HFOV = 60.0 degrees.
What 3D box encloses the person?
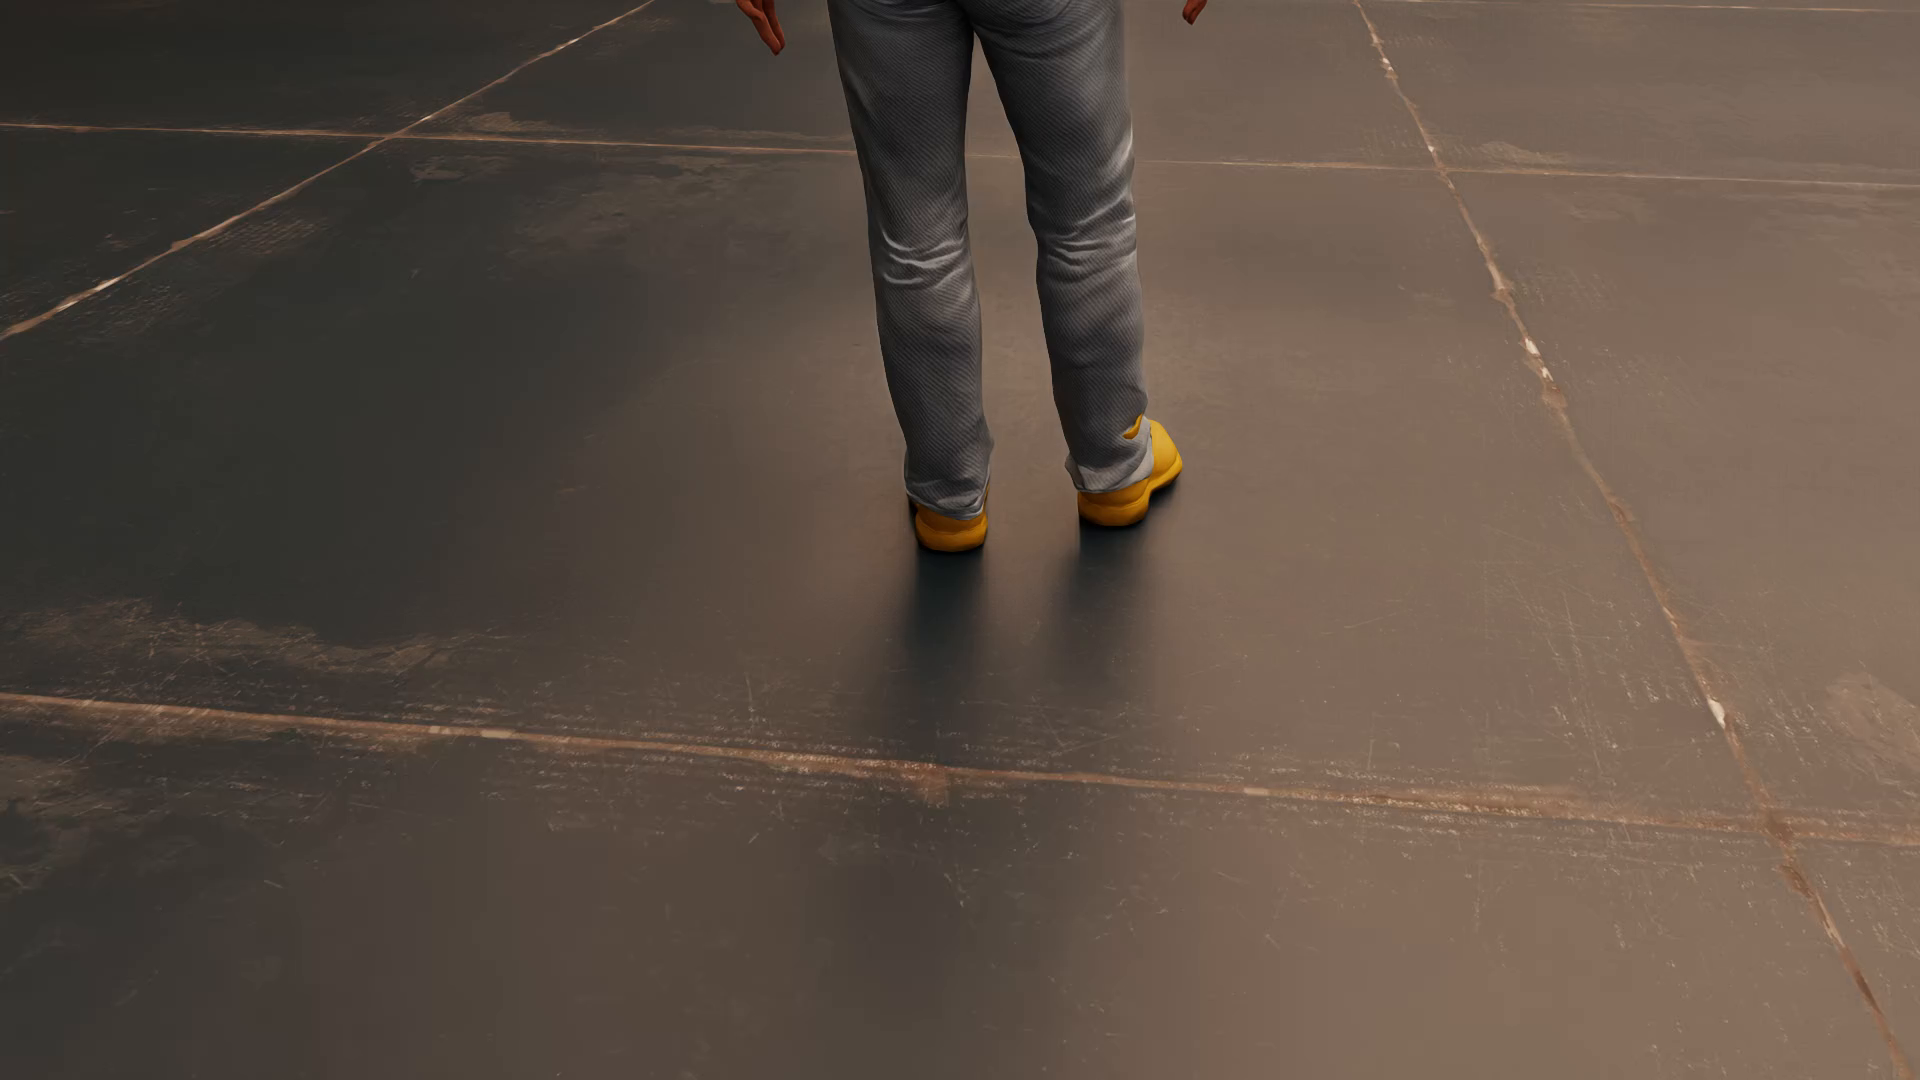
[{"bbox_3d":[0.015,-0.824,2.164,0.665,1.759,0.577,3,27,7],"label":"person"}]
